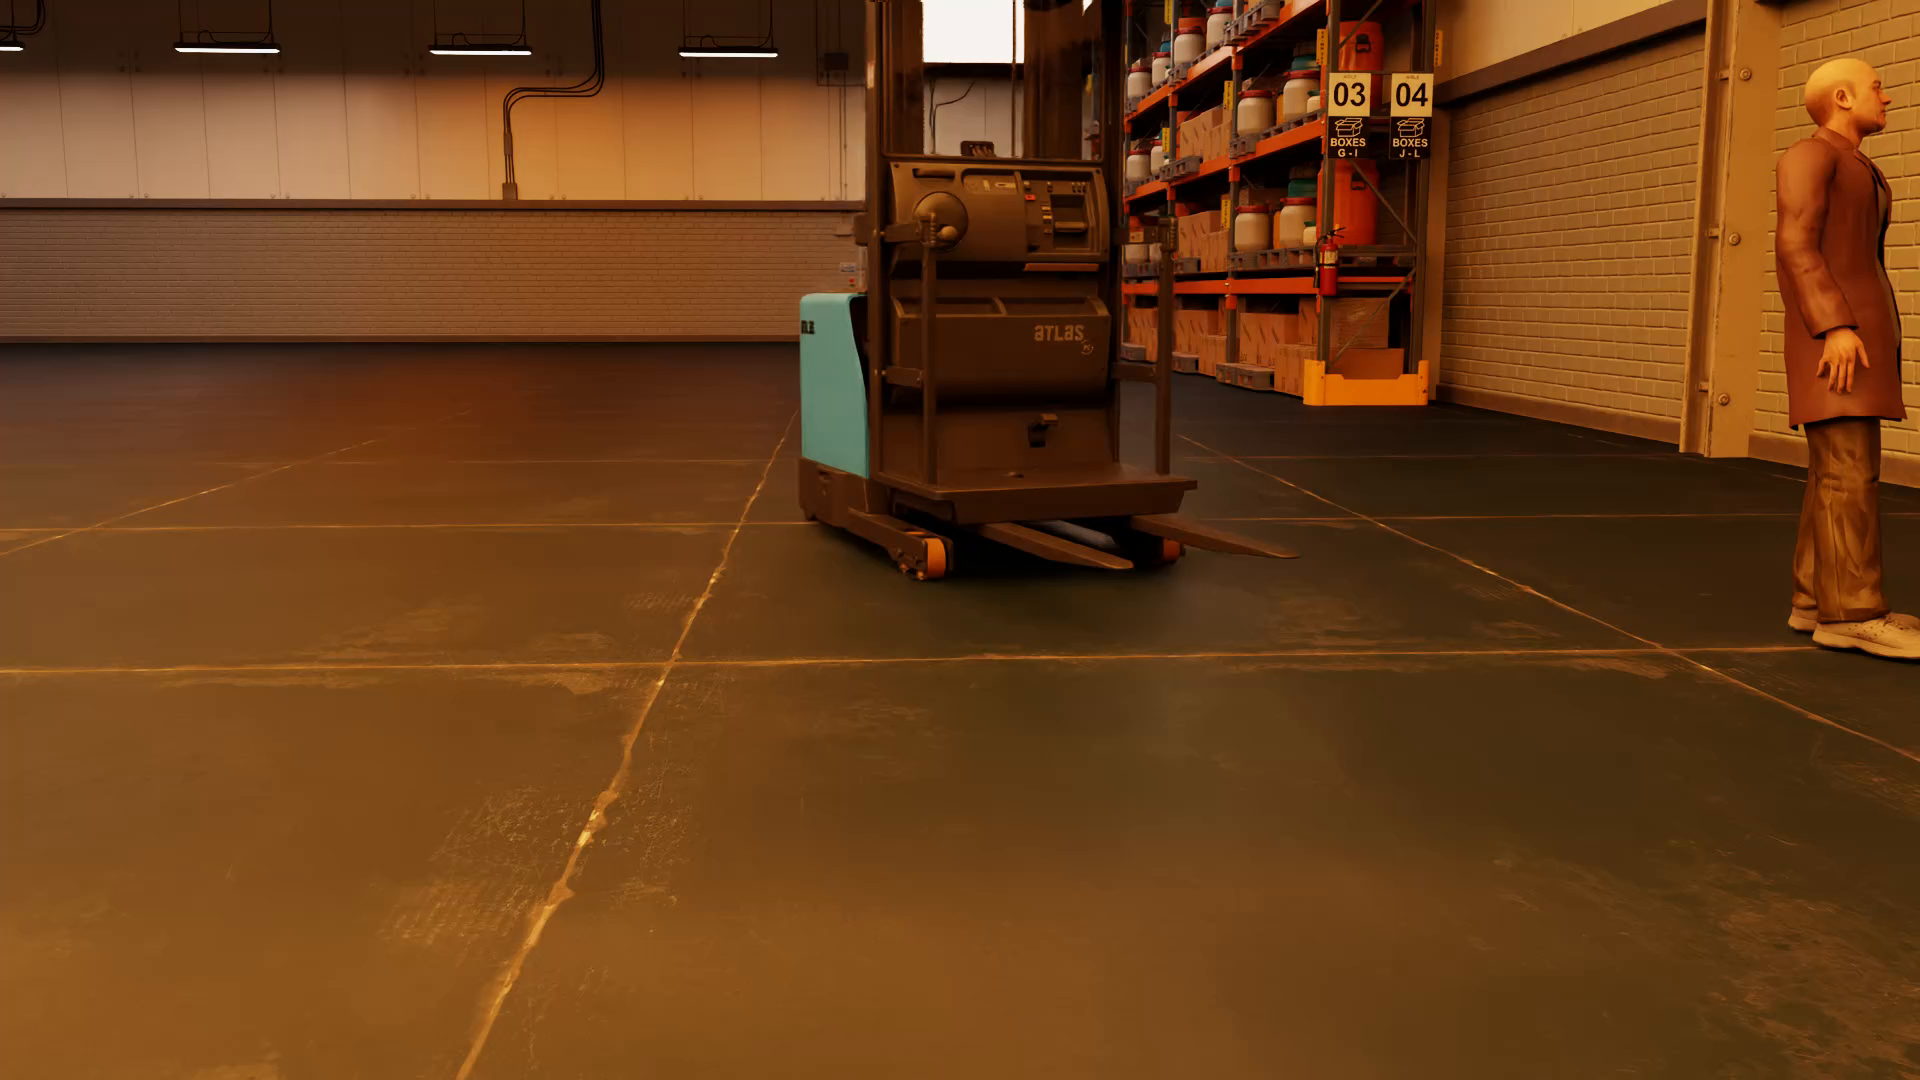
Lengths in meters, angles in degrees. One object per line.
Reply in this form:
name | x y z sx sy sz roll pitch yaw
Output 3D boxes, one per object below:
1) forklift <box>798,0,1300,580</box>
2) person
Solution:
forklift | 0.248 -1.365 6.525 1.130 2.935 3.031 -3 9 -21
person | 2.809 -0.577 5.095 0.582 1.776 0.694 7 11 38
